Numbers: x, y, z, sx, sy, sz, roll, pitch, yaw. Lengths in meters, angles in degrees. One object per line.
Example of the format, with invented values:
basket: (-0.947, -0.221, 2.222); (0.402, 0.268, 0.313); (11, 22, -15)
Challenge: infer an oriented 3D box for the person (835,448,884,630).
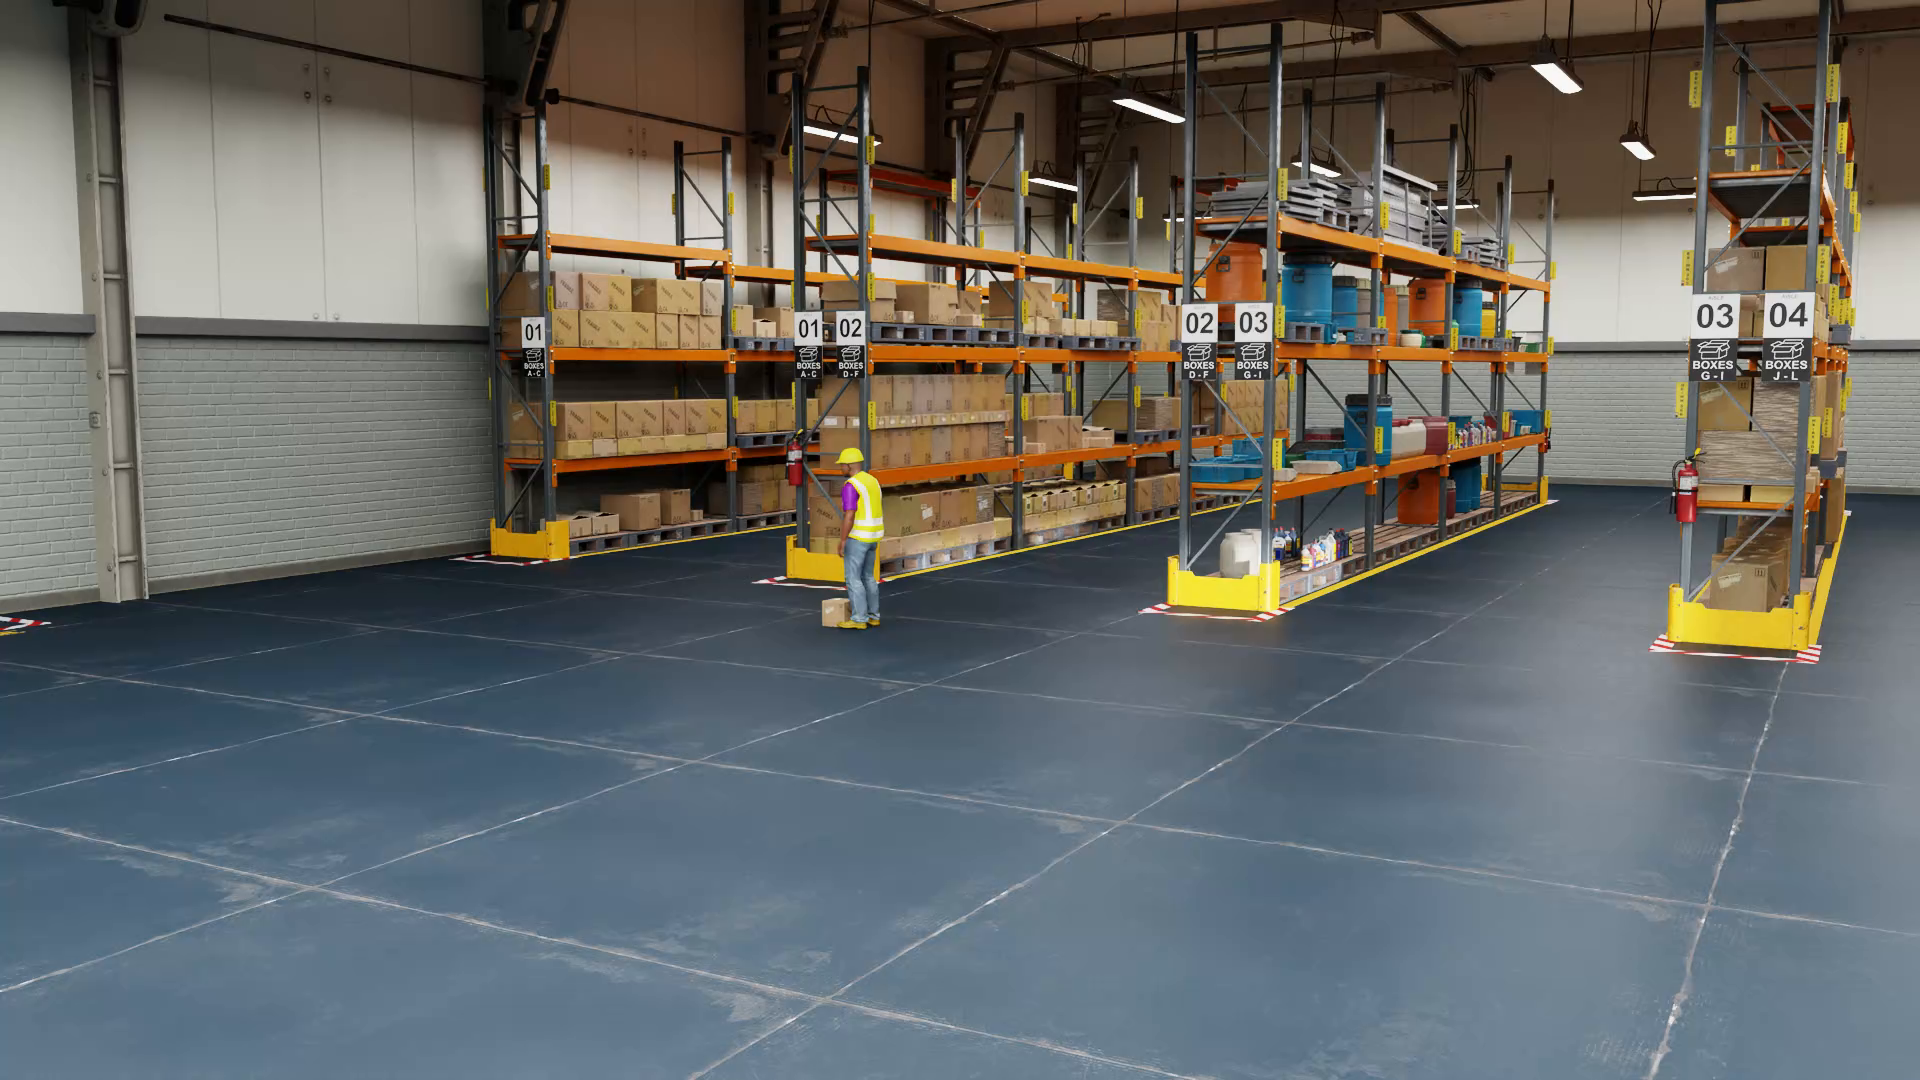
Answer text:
person: (-0.992, -0.021, 16.250); (0.456, 1.761, 0.637); (3, 7, 26)
